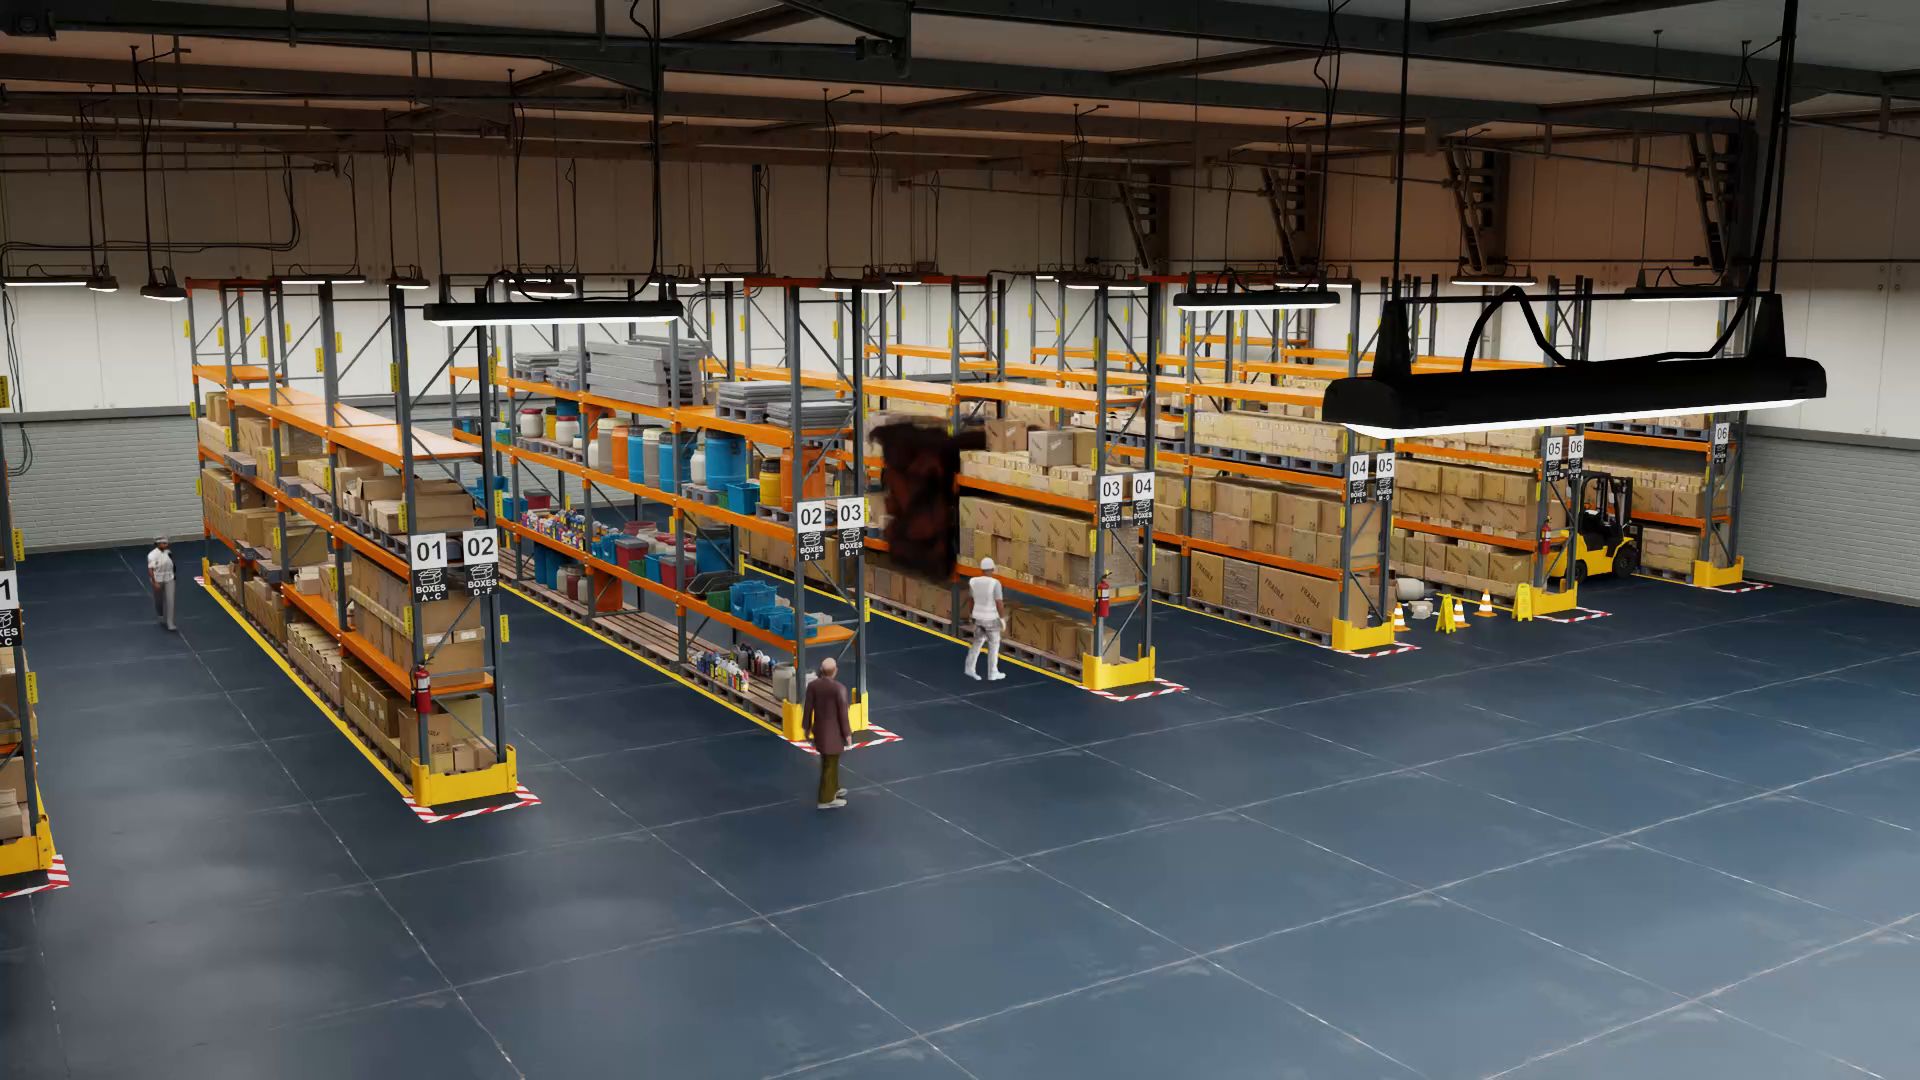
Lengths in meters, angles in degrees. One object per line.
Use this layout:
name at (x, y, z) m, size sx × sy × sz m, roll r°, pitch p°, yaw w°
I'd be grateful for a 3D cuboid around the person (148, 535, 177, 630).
person at (-13.826, 0.710, 28.857) m, size 0.432 × 1.638 × 0.928 m, roll -5°, pitch 11°, yaw -26°

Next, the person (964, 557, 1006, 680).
person at (0.397, 1.159, 24.122) m, size 0.496 × 1.834 × 0.634 m, roll -9°, pitch 13°, yaw -44°

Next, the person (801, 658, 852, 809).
person at (-1.444, 2.230, 19.455) m, size 0.618 × 1.784 × 0.627 m, roll -9°, pitch 13°, yaw -42°
